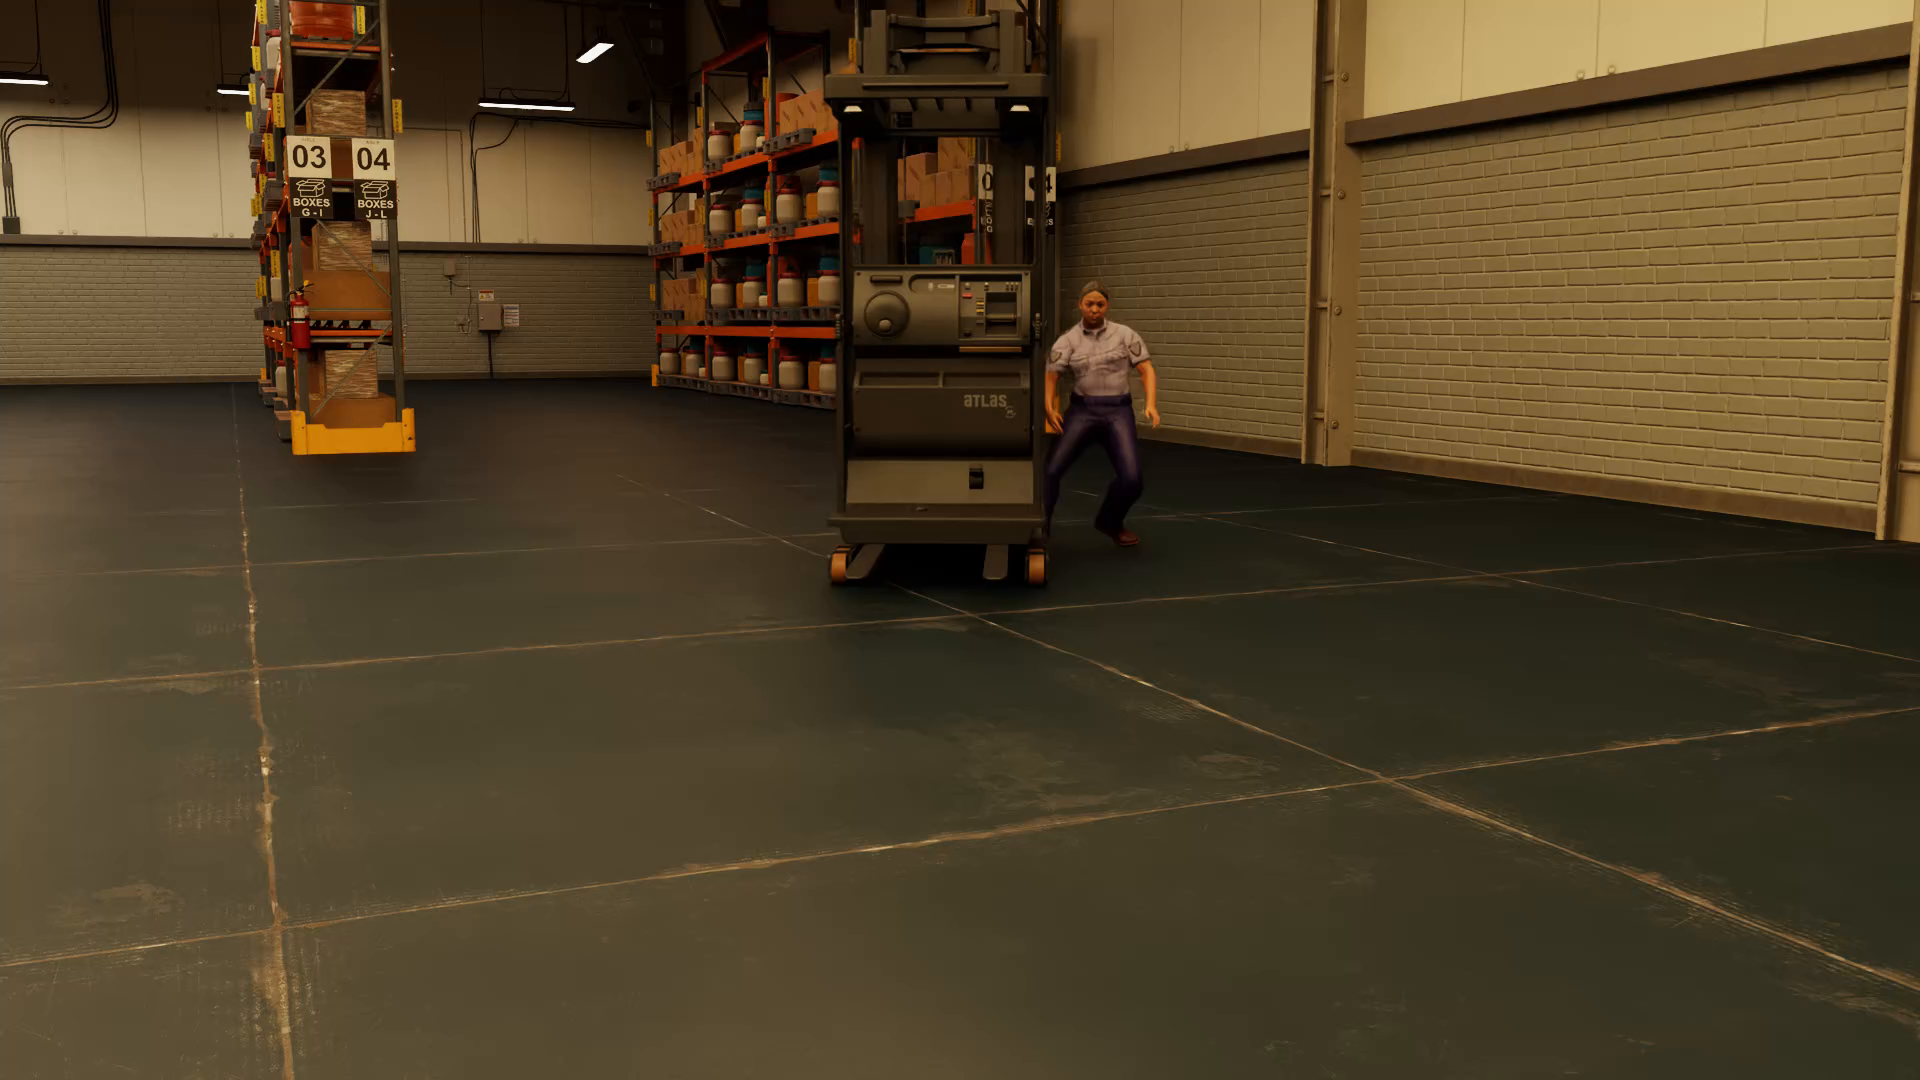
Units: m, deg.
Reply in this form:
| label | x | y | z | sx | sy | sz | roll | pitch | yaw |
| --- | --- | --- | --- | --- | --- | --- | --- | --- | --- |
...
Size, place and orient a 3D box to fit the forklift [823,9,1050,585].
| label | x | y | z | sx | sy | sz | roll | pitch | yaw |
| --- | --- | --- | --- | --- | --- | --- | --- | --- | --- |
| forklift | -0.100 | -1.263 | 8.522 | 1.130 | 2.935 | 3.031 | 0 | 8 | 2 |

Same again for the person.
| label | x | y | z | sx | sy | sz | roll | pitch | yaw |
| --- | --- | --- | --- | --- | --- | --- | --- | --- | --- |
| person | 0.742 | -0.692 | 9.455 | 0.744 | 1.550 | 0.640 | 1 | 8 | 6 |
